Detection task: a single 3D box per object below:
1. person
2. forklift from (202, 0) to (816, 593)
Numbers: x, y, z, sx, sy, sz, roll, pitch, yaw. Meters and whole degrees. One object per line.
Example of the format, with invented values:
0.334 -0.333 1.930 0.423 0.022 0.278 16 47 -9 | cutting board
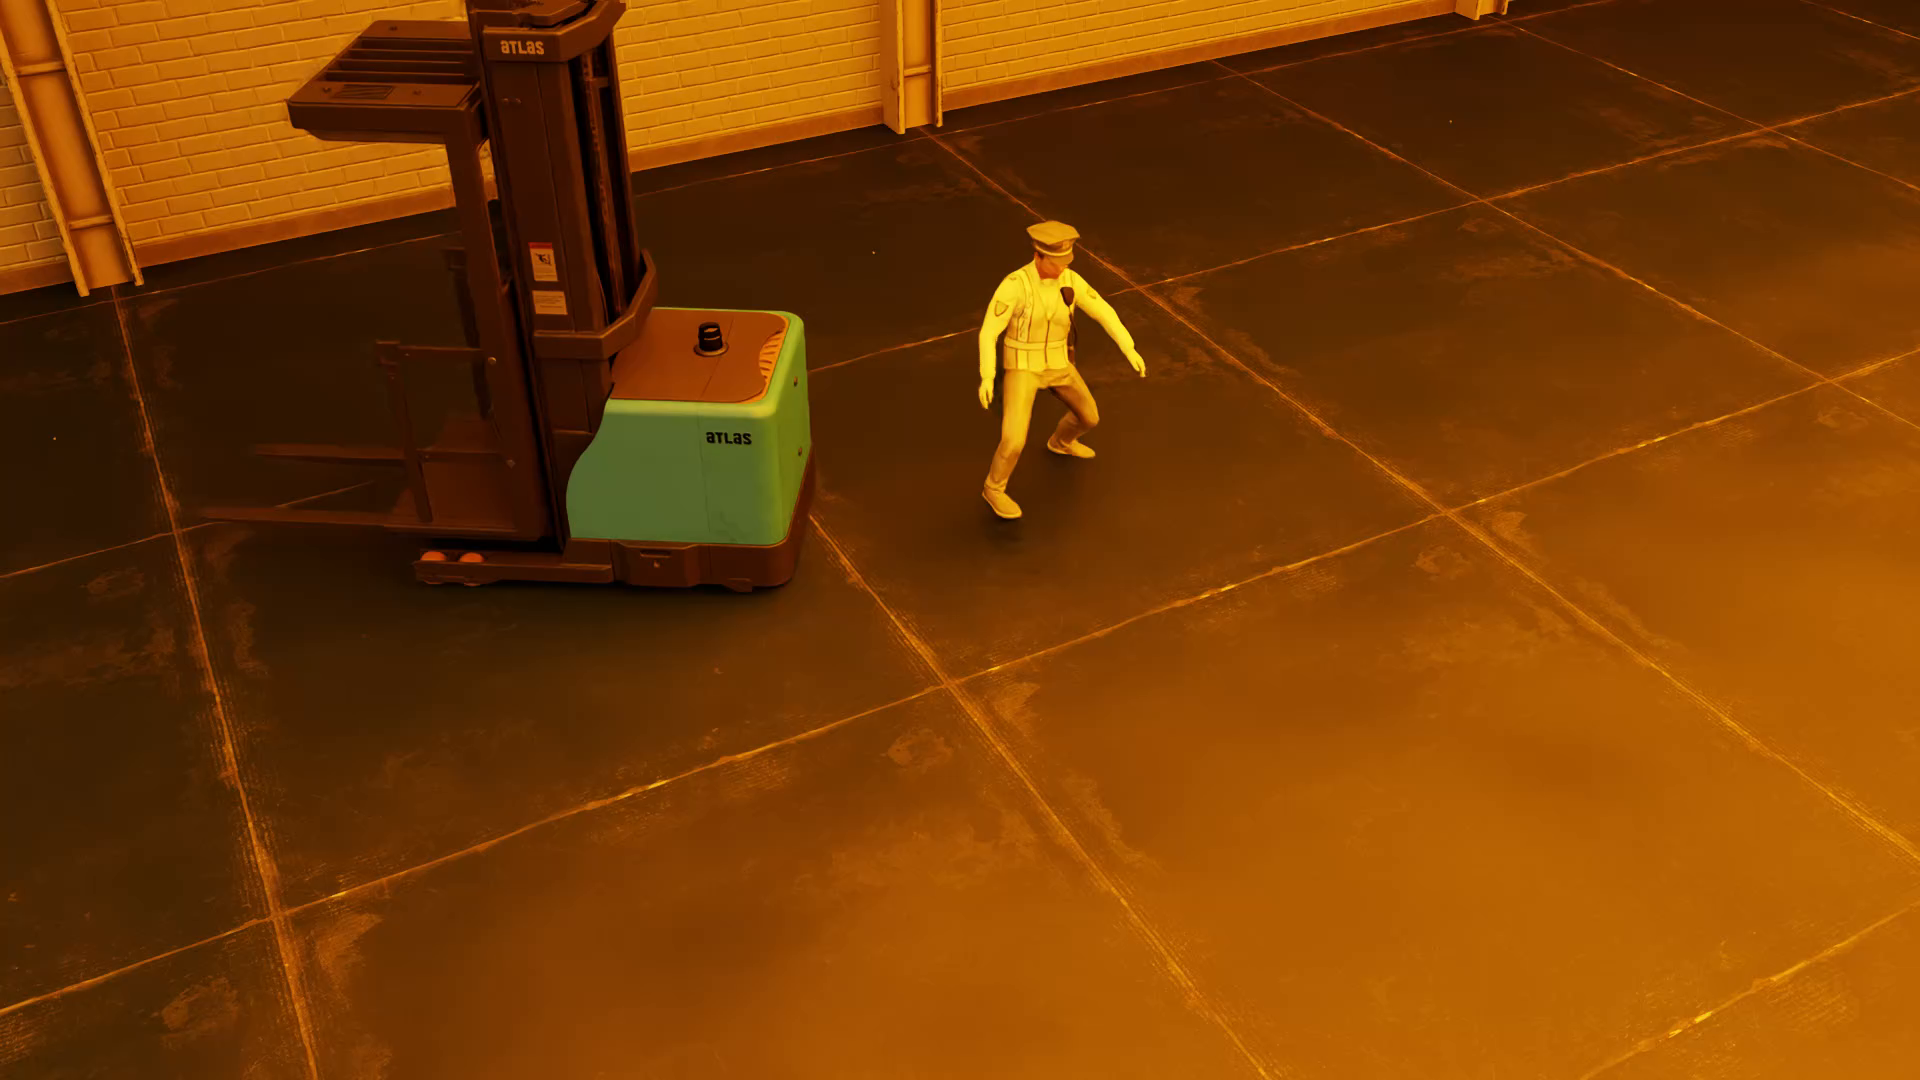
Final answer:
0.472 -0.915 8.673 0.881 1.545 0.687 -13 37 -18 | person
-2.319 -1.267 7.915 3.031 2.935 1.130 2 35 3 | forklift
